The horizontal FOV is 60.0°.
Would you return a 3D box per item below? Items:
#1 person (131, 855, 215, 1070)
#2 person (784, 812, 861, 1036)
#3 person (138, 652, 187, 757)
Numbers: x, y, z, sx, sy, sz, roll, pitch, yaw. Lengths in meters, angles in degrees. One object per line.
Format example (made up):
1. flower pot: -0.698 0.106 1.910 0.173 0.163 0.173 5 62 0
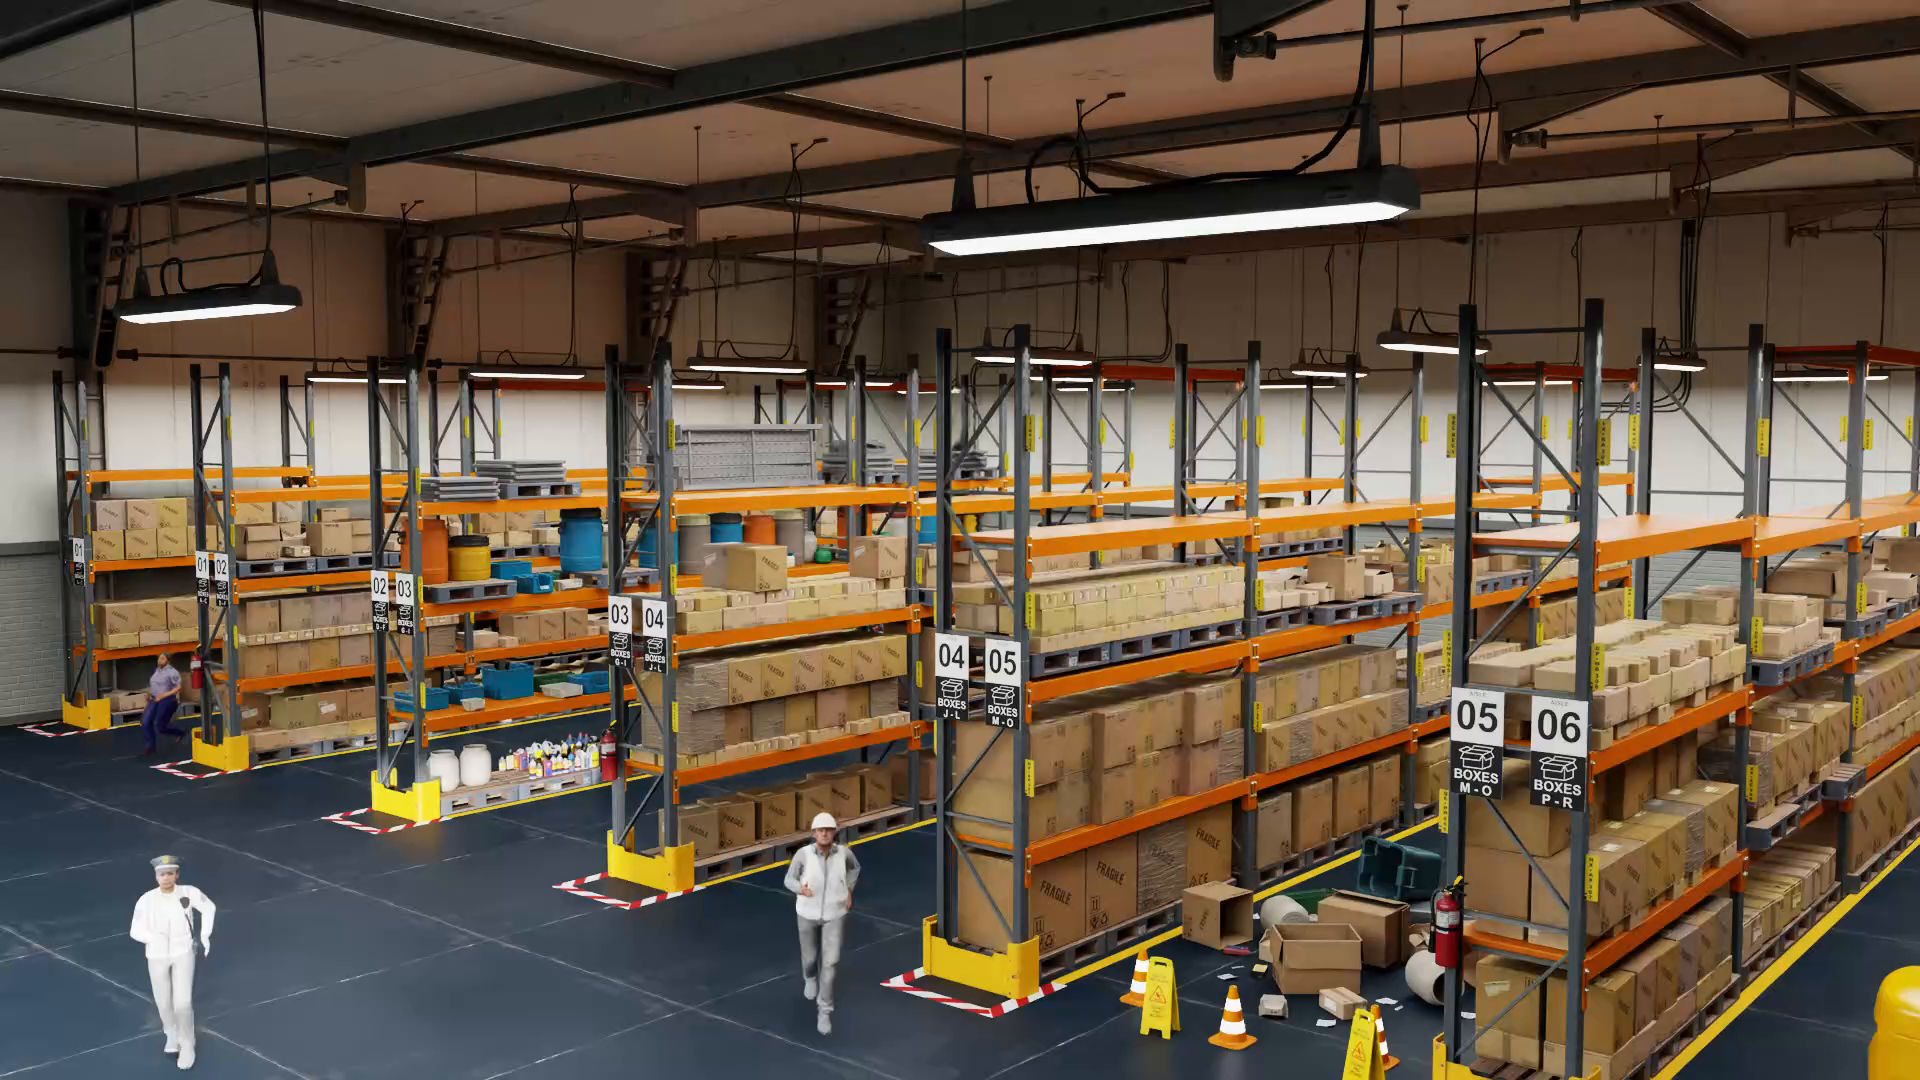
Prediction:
1. person: -6.300 3.363 13.309 0.579 1.725 0.703 -1 4 -16
2. person: -1.182 3.238 14.347 0.666 1.800 0.935 0 4 -6
3. person: -12.297 2.524 25.750 0.644 1.616 0.743 2 5 29
